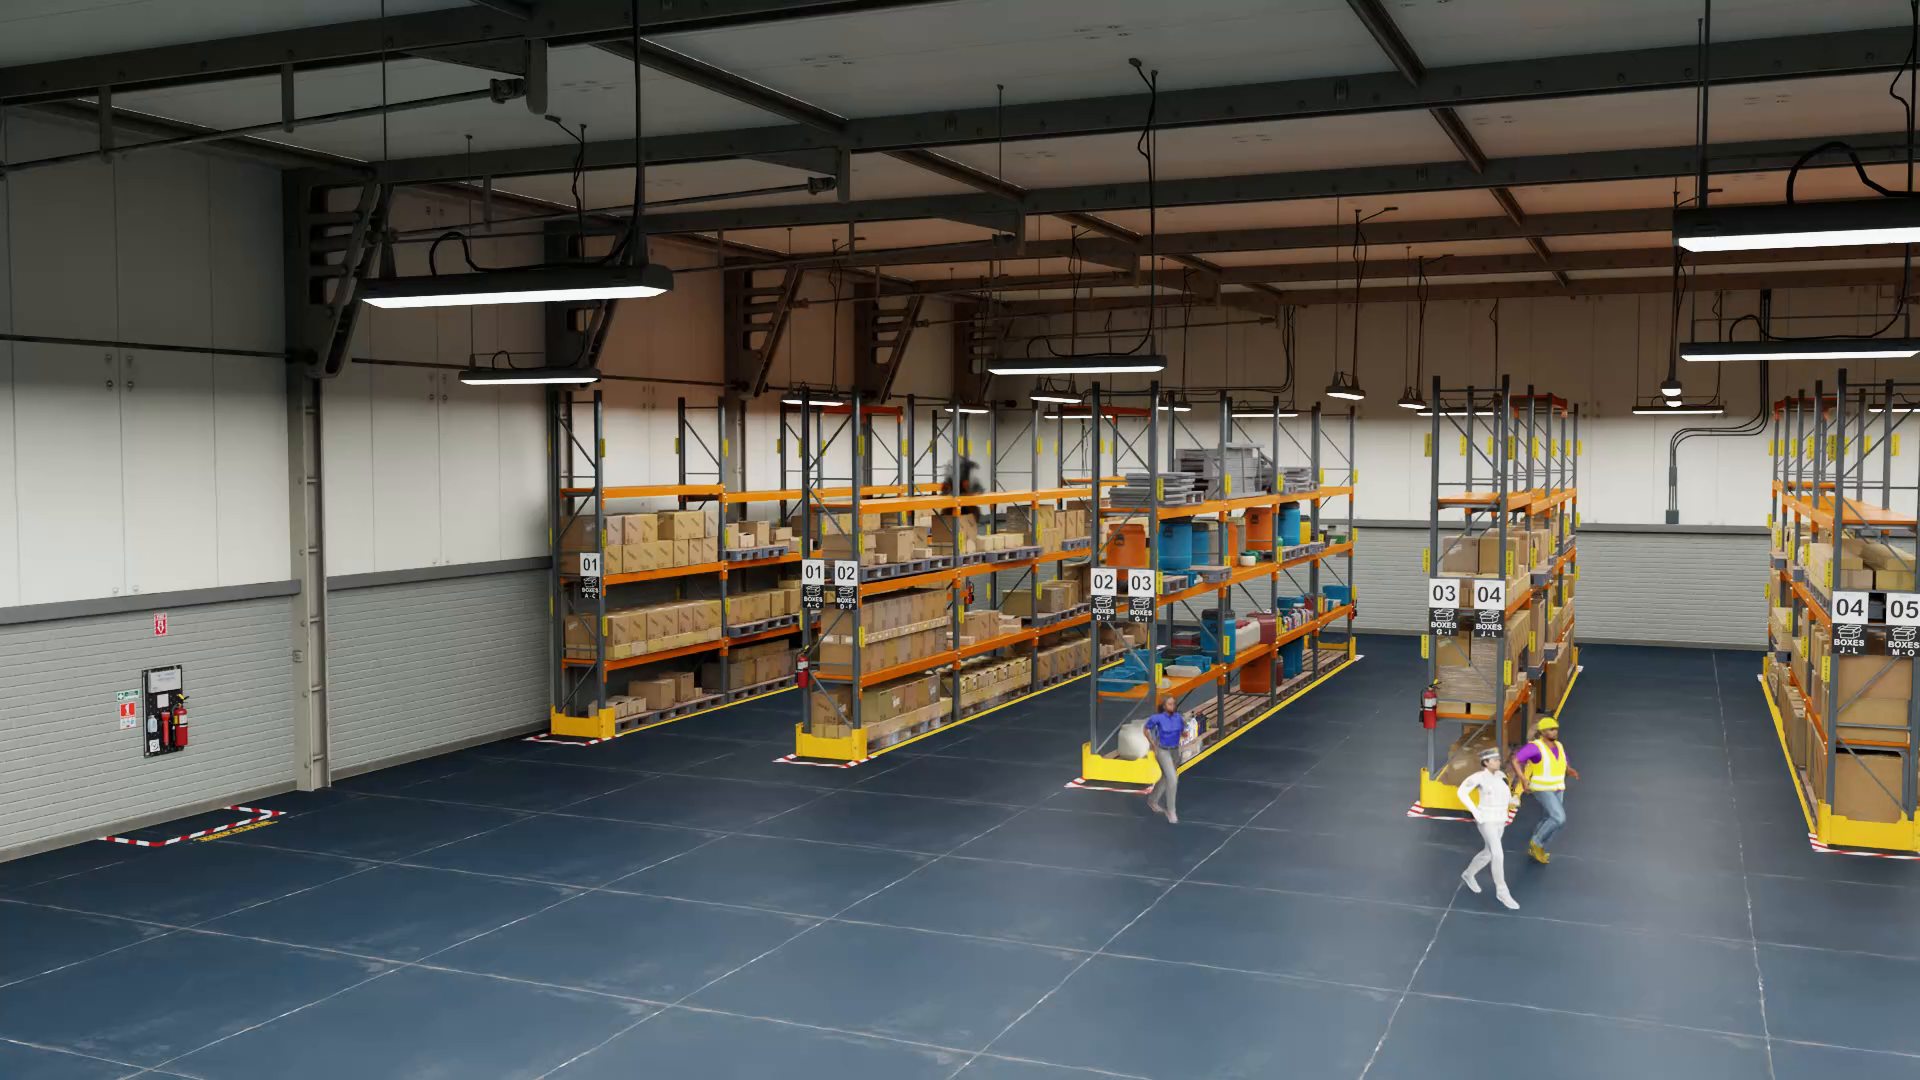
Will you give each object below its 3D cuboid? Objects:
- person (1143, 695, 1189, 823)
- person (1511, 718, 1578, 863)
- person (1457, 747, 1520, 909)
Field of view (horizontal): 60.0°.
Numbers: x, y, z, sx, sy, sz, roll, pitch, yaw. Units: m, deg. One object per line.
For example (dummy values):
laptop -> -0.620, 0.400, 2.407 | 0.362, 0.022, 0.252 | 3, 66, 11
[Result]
person -> 2.812, 2.956, 22.485 | 0.548, 1.712, 0.750 | -2, 4, -33
person -> 7.100, 3.014, 20.009 | 0.685, 1.747, 0.682 | -2, 4, -31
person -> 5.848, 3.118, 18.312 | 0.608, 1.712, 0.843 | -2, 4, -33
